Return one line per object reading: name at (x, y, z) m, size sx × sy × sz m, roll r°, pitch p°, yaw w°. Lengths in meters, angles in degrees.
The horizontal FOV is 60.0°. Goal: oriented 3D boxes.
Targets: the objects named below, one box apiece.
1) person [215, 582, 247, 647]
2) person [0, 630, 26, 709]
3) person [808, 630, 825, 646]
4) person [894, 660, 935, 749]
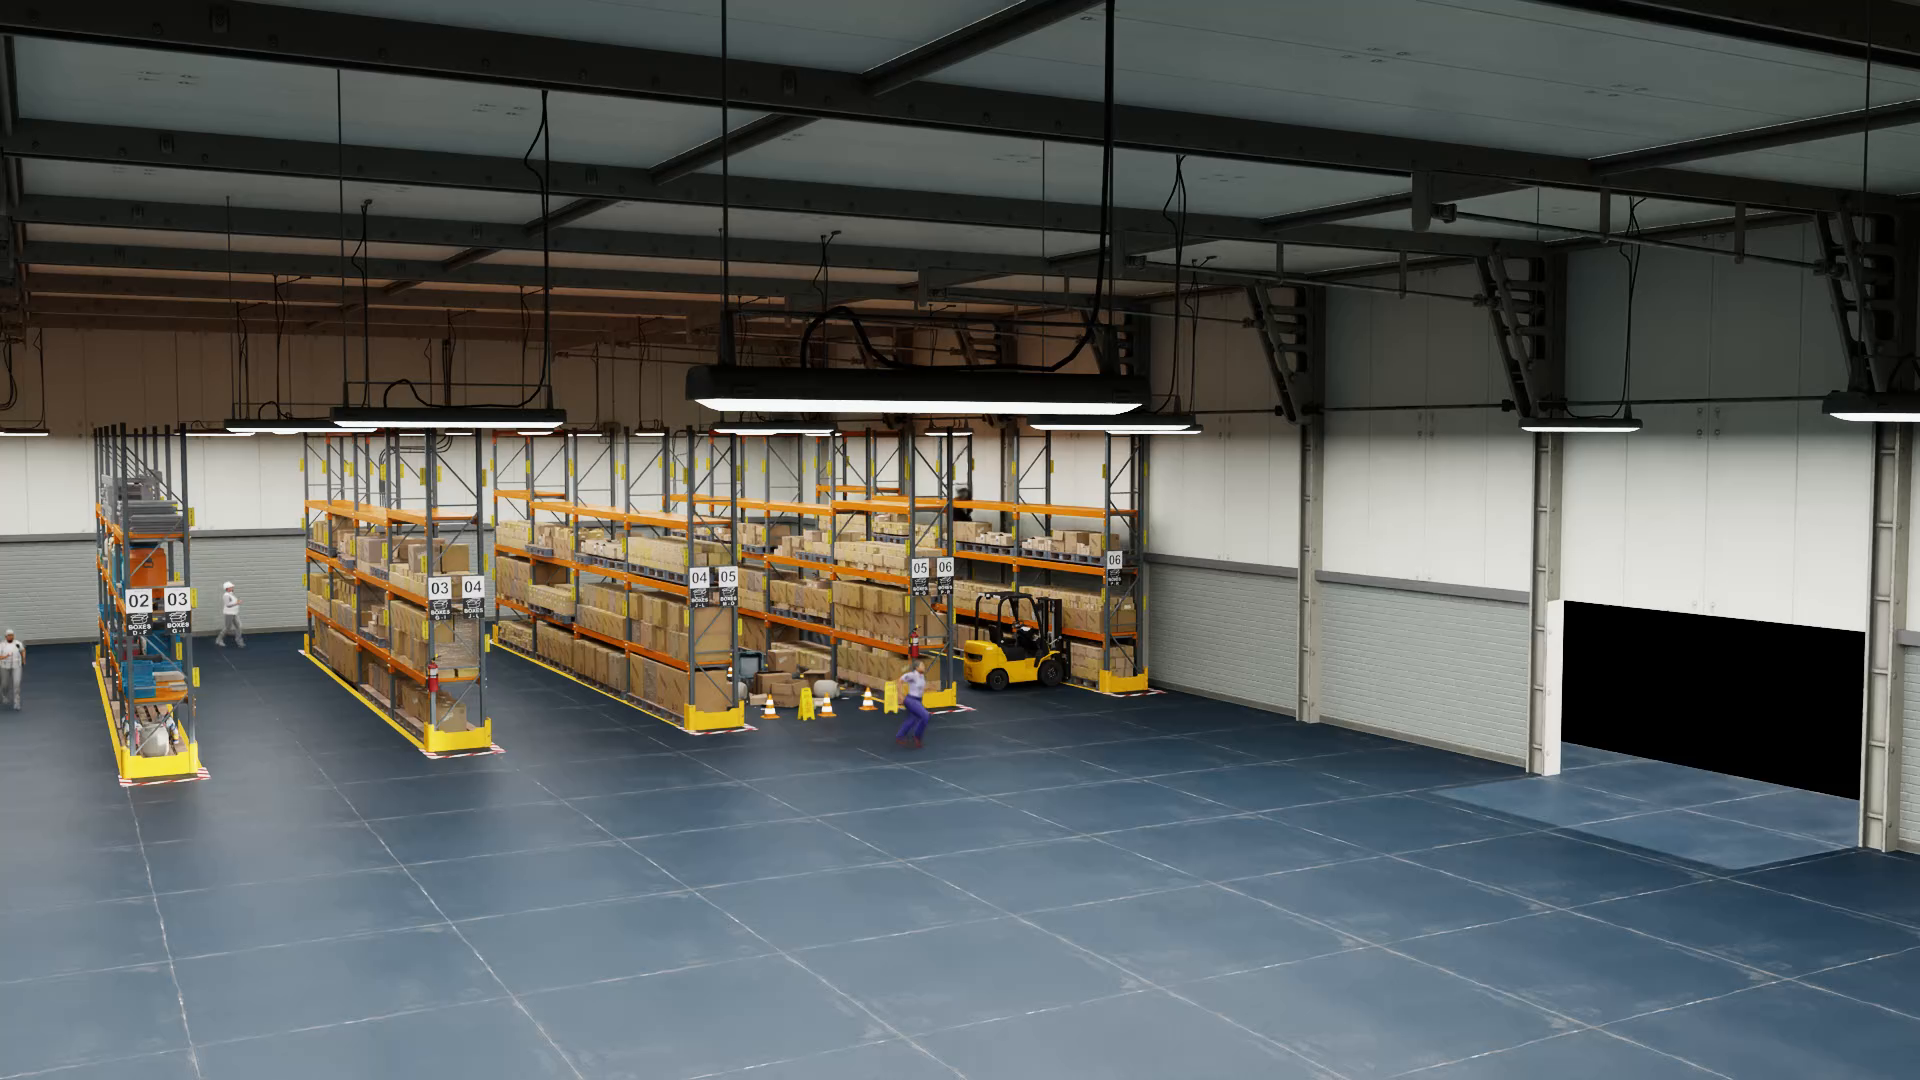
person at (-20.008, 2.057, 45.609) m, size 0.802 × 1.805 × 0.646 m, roll 0°, pitch 3°, yaw -5°
person at (-20.224, 2.734, 35.439) m, size 0.607 × 1.641 × 0.941 m, roll -2°, pitch 4°, yaw -34°
person at (-3.863, 2.198, 44.602) m, size 0.568 × 1.687 × 0.844 m, roll -2°, pitch 4°, yaw -29°
person at (-0.858, 3.129, 30.815) m, size 0.796 × 1.467 × 0.630 m, roll 1°, pitch 4°, yaw 19°
